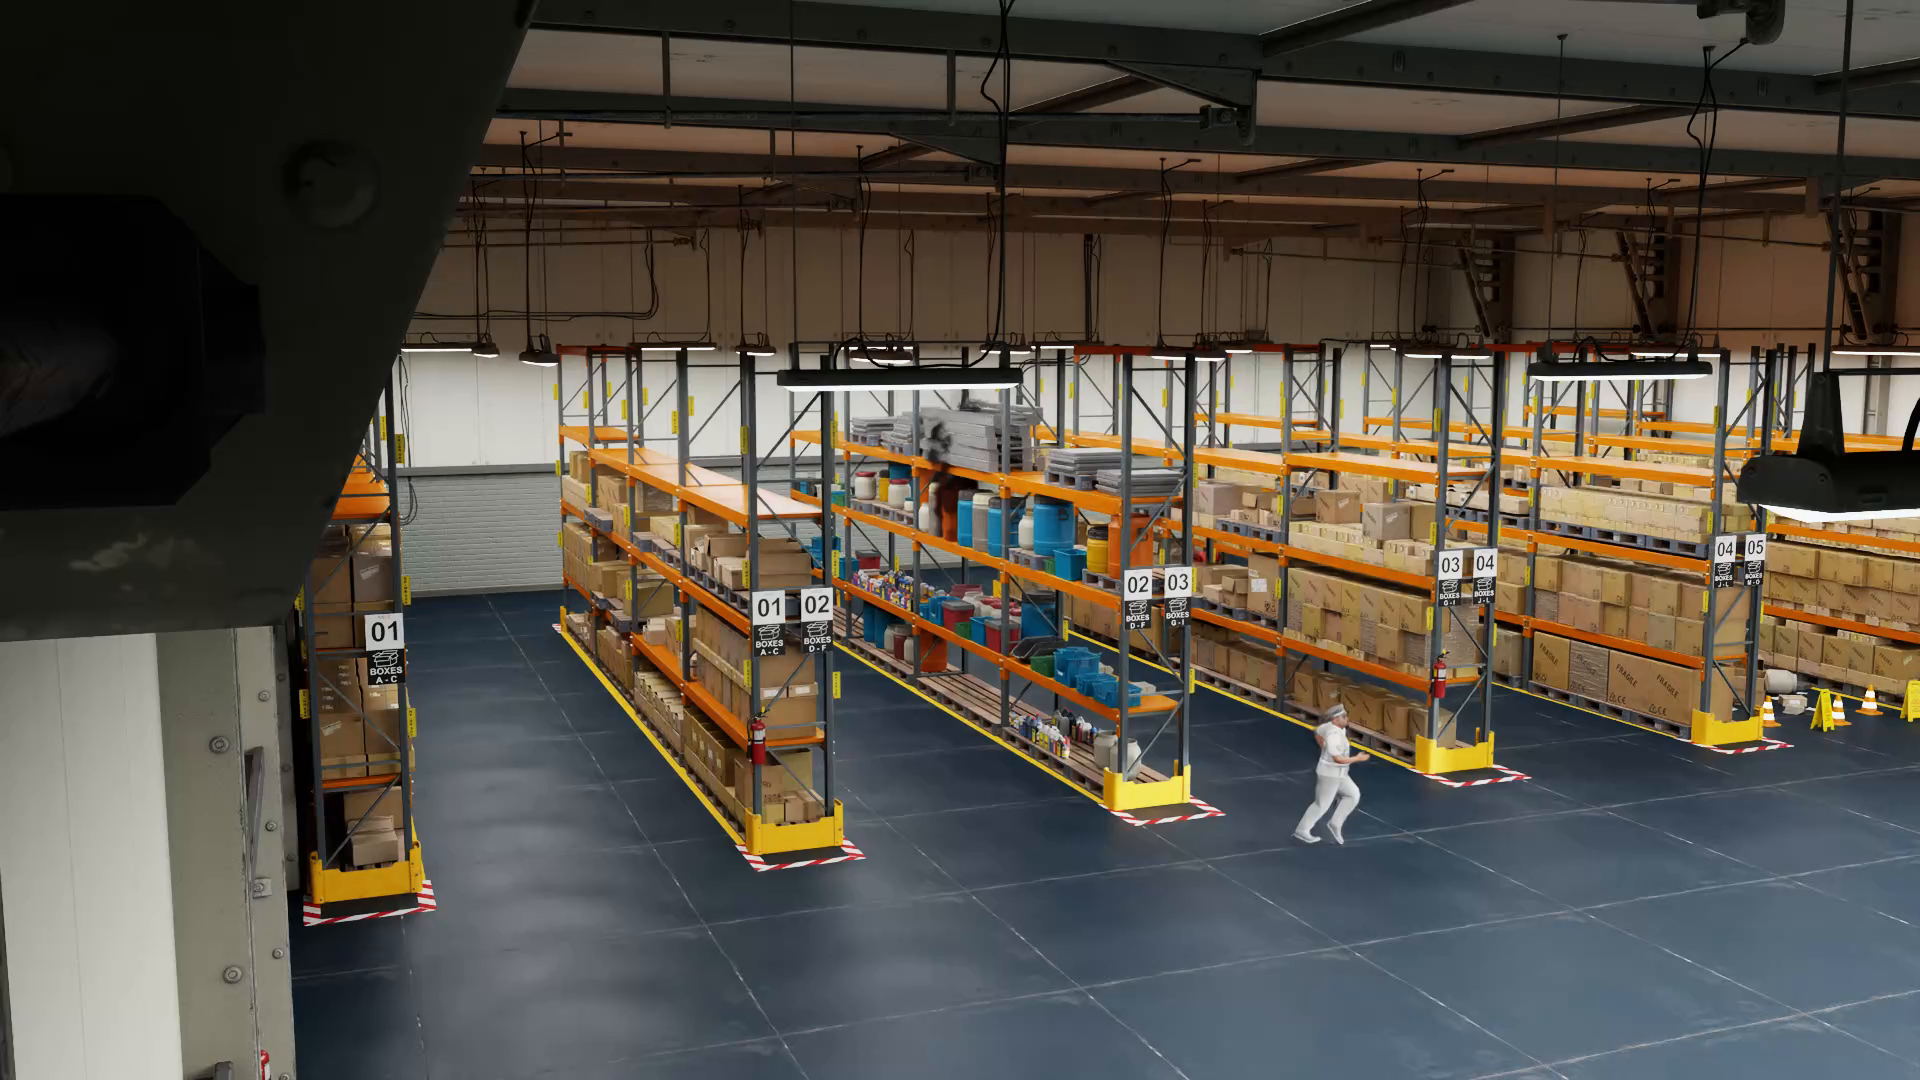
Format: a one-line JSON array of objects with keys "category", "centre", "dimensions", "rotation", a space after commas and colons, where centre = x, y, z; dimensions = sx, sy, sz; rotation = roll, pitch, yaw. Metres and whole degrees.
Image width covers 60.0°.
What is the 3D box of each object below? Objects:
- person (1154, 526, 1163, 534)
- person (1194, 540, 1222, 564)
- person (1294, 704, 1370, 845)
[{"category": "person", "centre": [4.816, 0.344, 41.266], "dimensions": [0.623, 1.565, 0.735], "rotation": [-2, 8, -15]}, {"category": "person", "centre": [5.492, 0.834, 36.833], "dimensions": [0.644, 1.689, 0.547], "rotation": [-2, 7, -13]}, {"category": "person", "centre": [4.578, 2.874, 20.403], "dimensions": [0.884, 1.796, 0.677], "rotation": [2, 8, 18]}]
